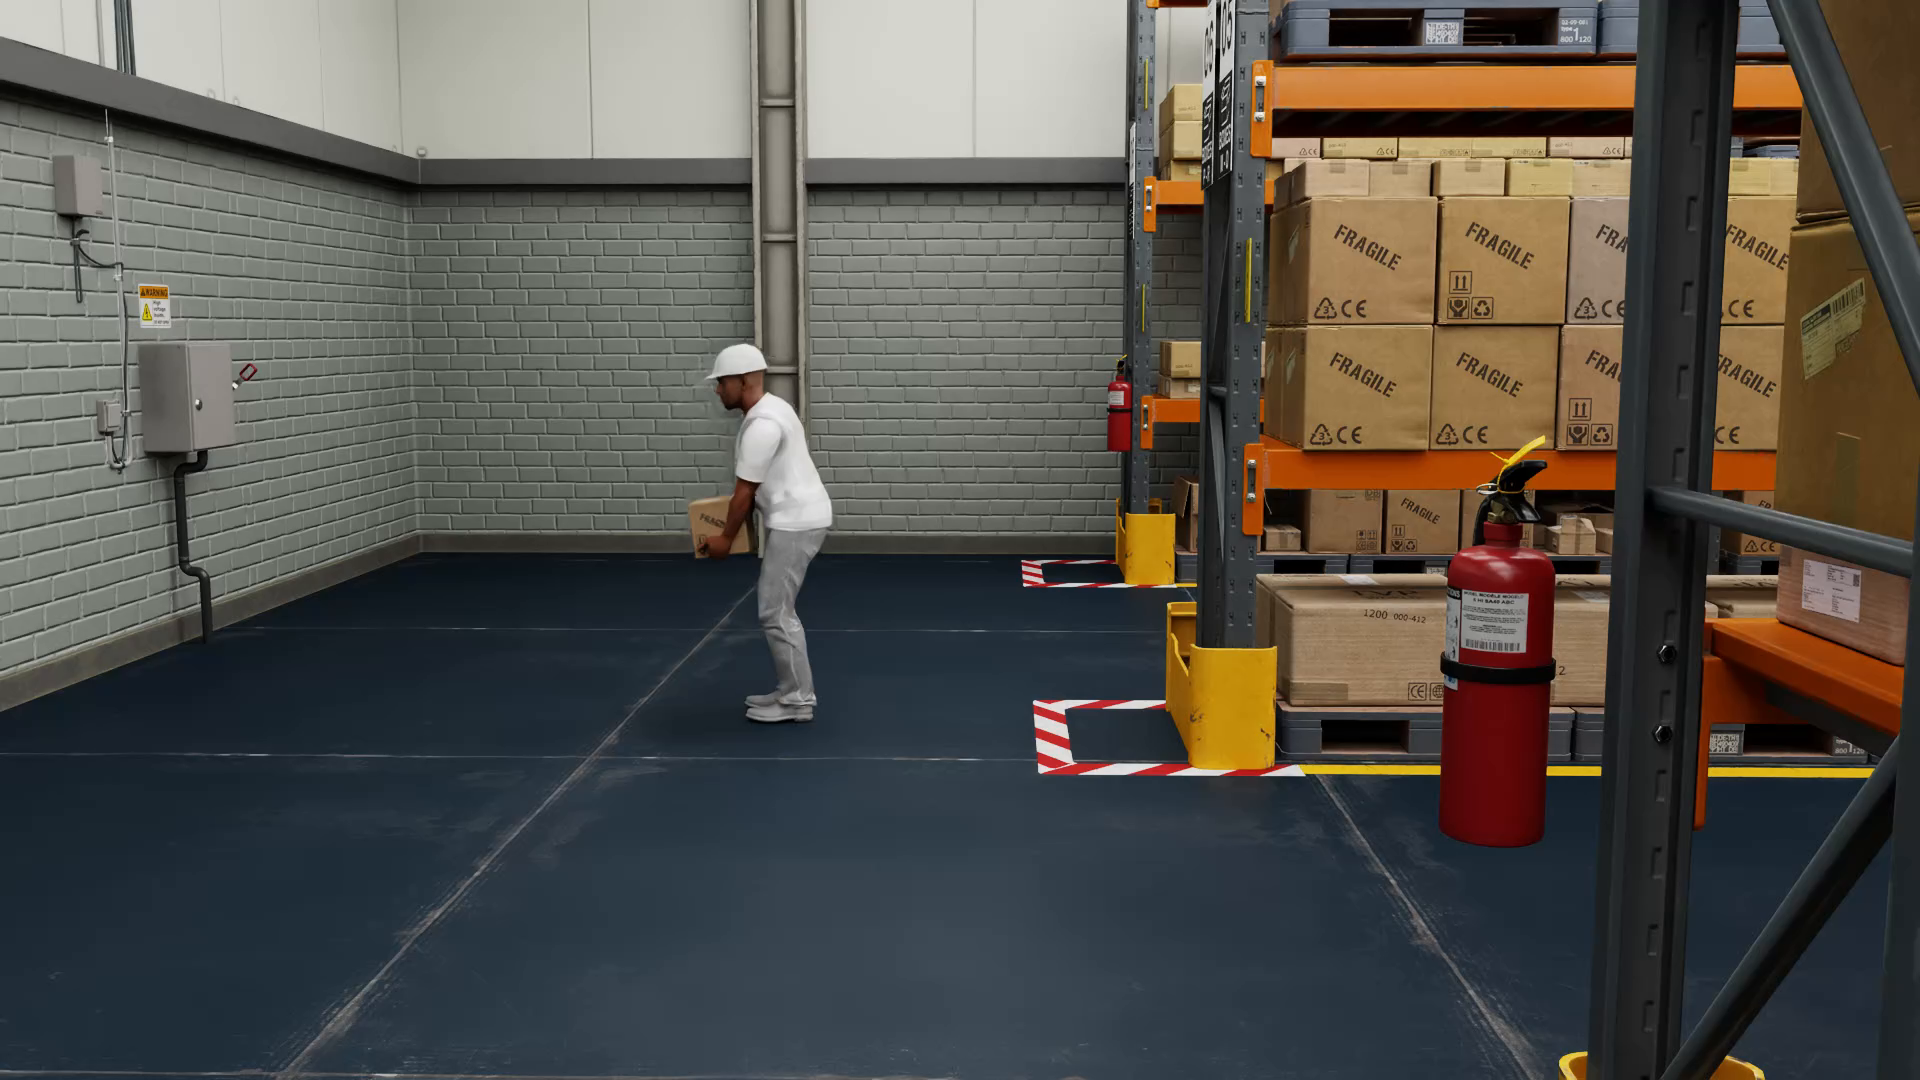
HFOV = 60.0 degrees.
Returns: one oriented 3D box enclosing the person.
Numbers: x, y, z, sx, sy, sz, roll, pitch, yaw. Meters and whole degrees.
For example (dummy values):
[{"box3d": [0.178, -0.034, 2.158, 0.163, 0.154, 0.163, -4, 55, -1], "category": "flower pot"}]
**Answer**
[{"box3d": [-0.892, -0.037, 7.650, 0.609, 1.719, 0.498, 0, 7, 0], "category": "person"}]
